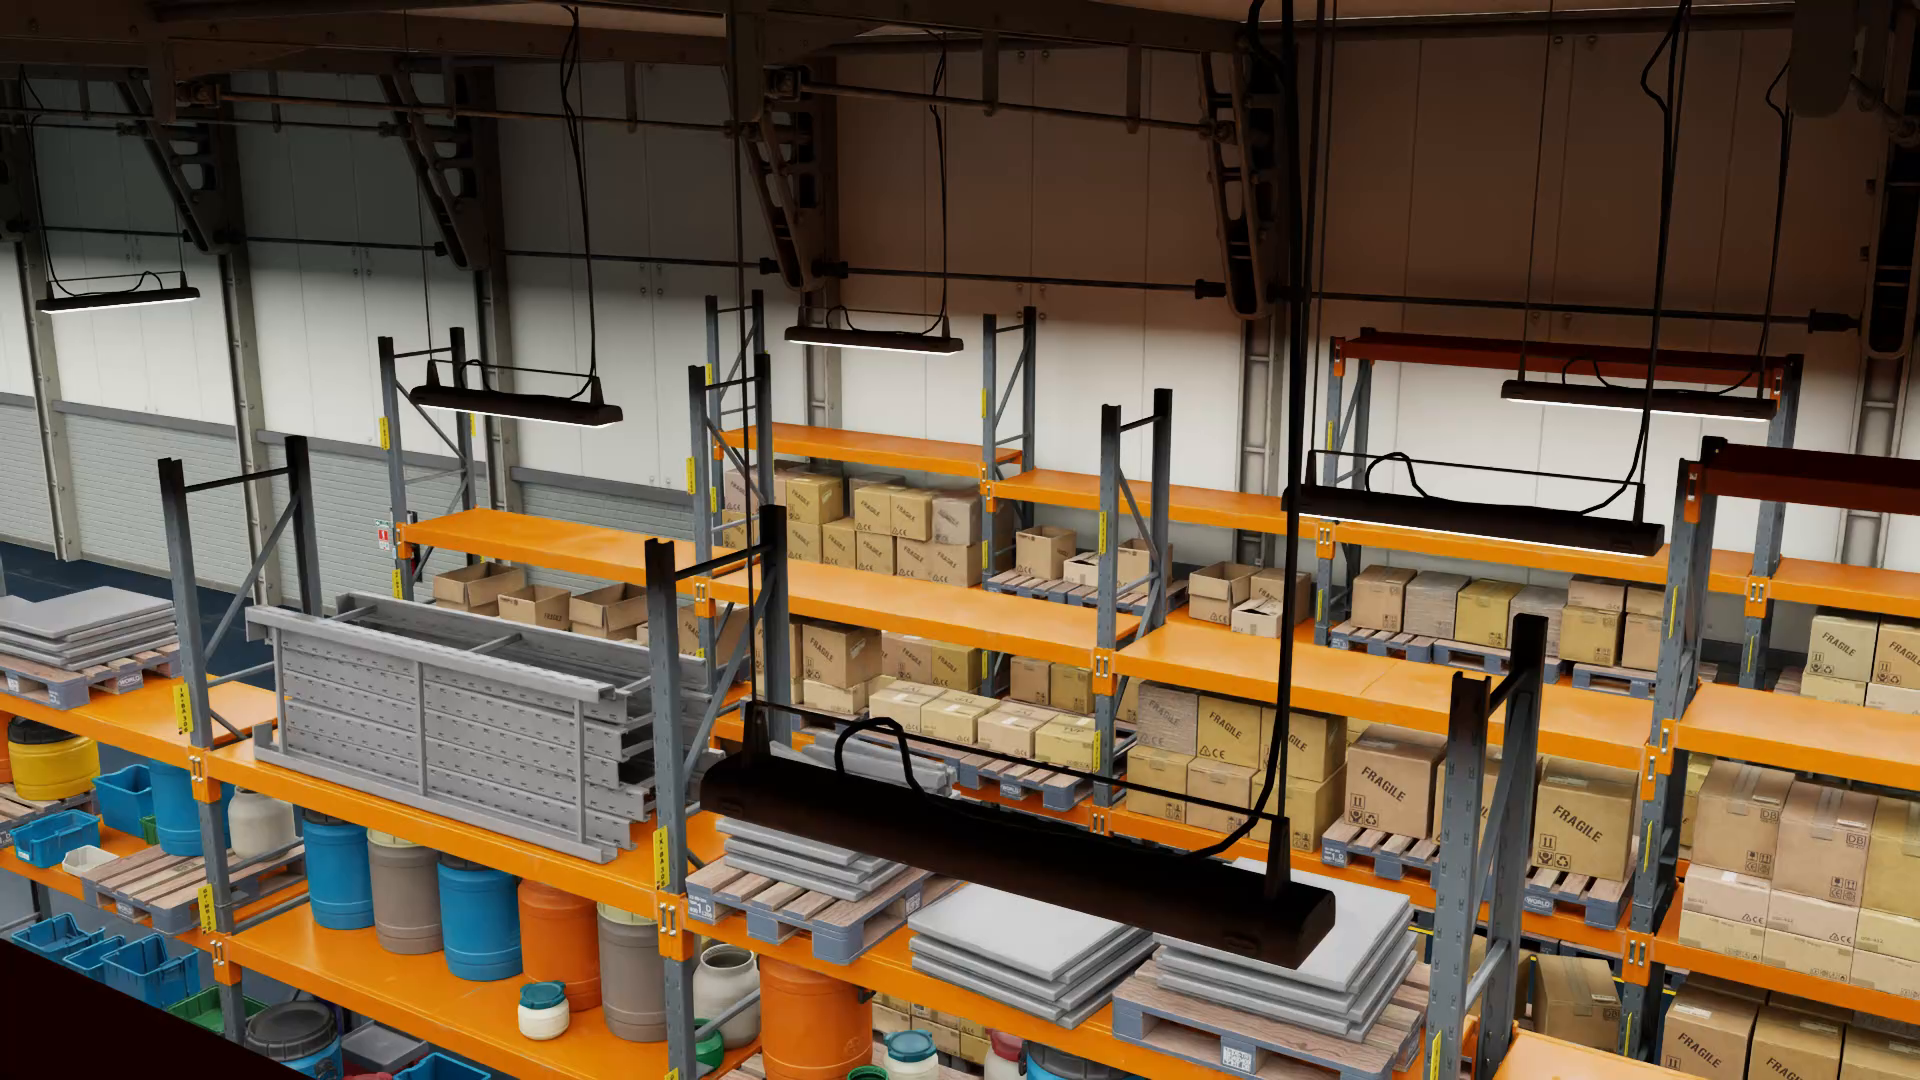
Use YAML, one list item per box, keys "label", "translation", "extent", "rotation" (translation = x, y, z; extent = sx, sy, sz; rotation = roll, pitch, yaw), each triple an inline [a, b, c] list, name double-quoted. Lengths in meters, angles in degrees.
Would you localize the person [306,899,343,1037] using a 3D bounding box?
- label: "person"
  translation: [-5.672, 3.755, 14.672]
  extent: [0.948, 1.586, 0.491]
  rotation: [9, 16, 32]
